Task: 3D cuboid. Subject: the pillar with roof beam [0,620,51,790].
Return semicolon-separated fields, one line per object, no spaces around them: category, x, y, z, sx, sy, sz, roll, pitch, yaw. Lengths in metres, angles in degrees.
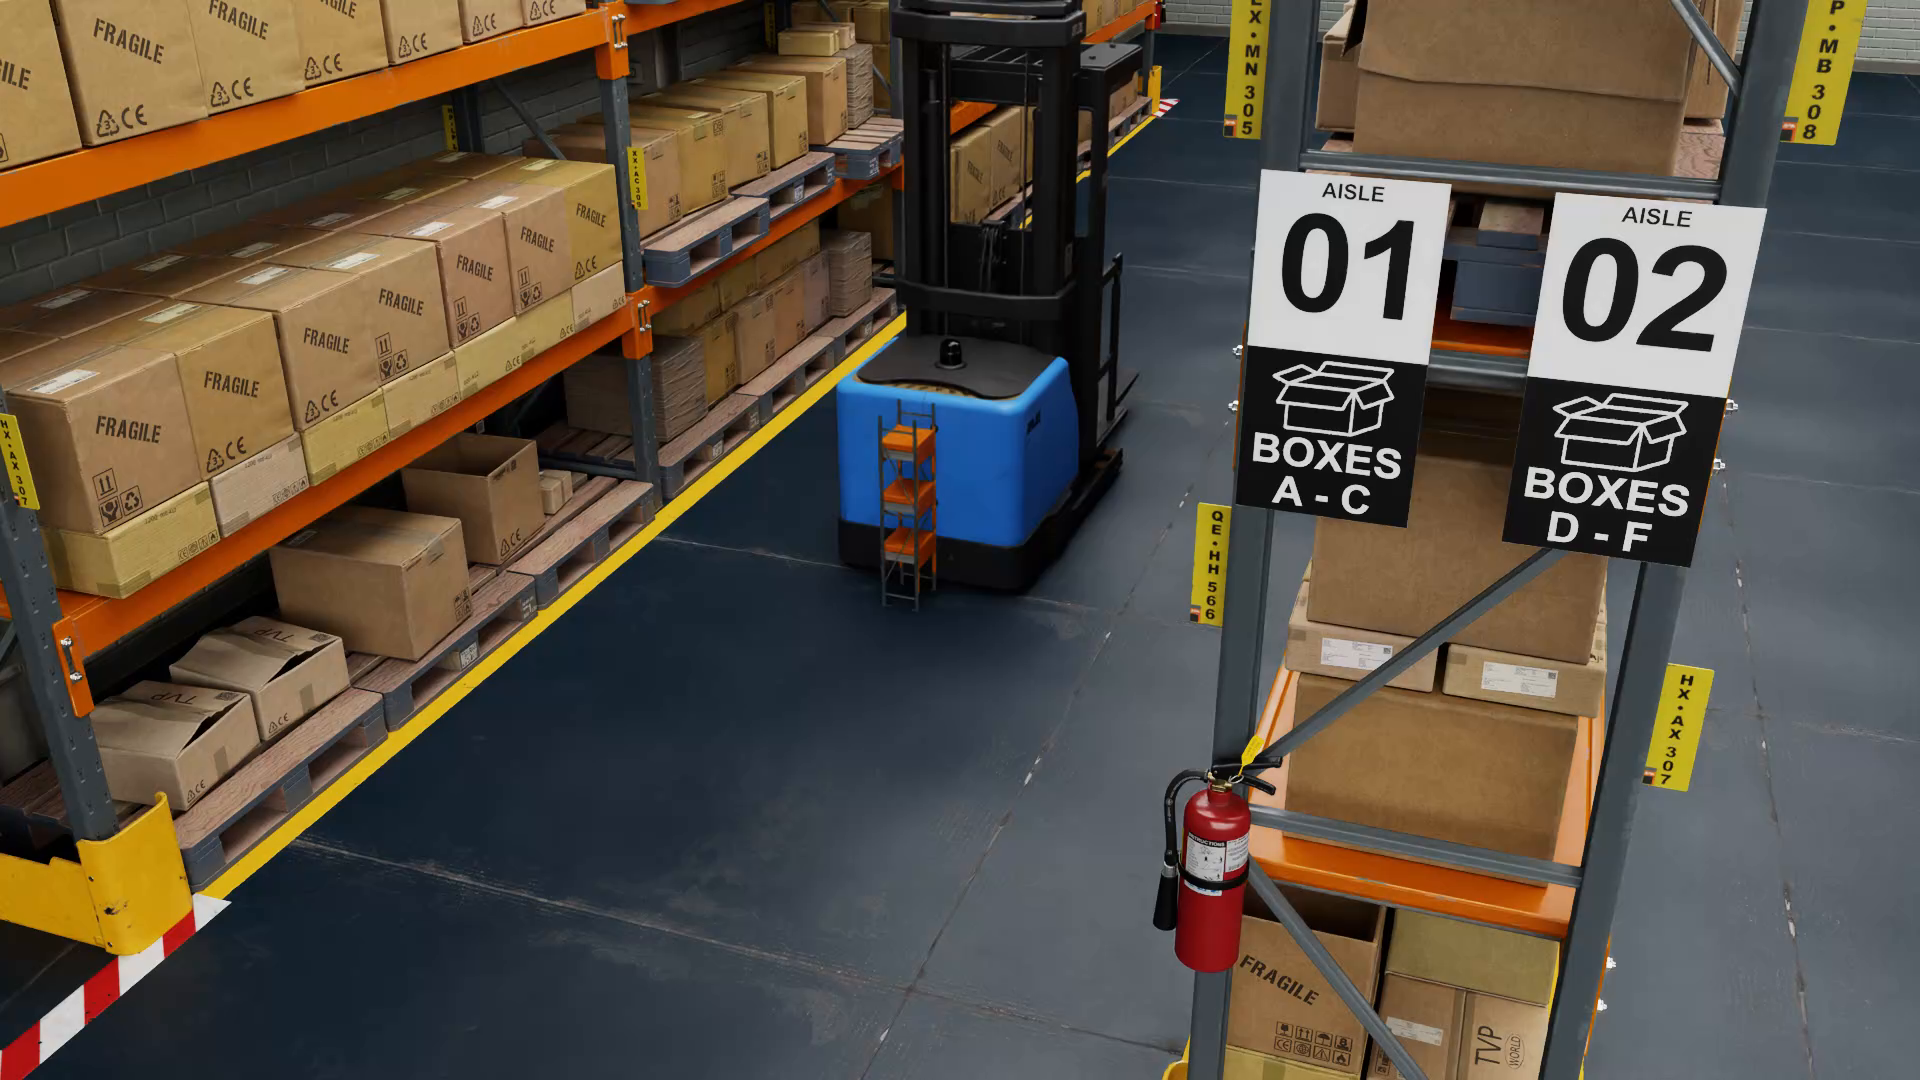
pillar with roof beam;-0.066;-2.430;3.943;9.100;9.000;0.400;9;27;17

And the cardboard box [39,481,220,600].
cardboard box;-3.081;-0.037;6.034;0.500;0.250;0.500;8;27;16

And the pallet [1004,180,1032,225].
pallet;0.265;-3.289;15.801;1.003;0.211;1.213;9;27;17

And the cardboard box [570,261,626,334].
cardboard box;-2.083;-1.288;8.617;0.500;0.250;0.500;9;27;18

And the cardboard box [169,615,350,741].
cardboard box;-3.038;0.566;7.220;0.500;0.311;0.500;11;28;22

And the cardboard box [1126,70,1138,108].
cardboard box;1.643;-5.278;19.095;0.700;0.500;0.500;9;27;17

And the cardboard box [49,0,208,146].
cardboard box;-2.983;-1.662;5.660;0.500;0.500;0.500;11;28;21

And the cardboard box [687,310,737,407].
cardboard box;-1.858;-1.182;10.613;0.700;0.500;0.500;8;27;16

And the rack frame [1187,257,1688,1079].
rack frame;1.130;0.776;4.206;1.000;3.000;0.127;9;27;17

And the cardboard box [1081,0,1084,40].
cardboard box;0.647;-5.228;16.261;0.980;0.700;0.700;9;27;18

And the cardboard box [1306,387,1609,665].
cardboard box;1.315;-0.065;4.338;0.700;0.500;0.500;9;27;18

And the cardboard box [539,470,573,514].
cardboard box;-2.361;-0.283;9.140;0.380;0.166;0.250;5;26;11

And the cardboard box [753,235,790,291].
cardboard box;-1.486;-1.898;11.232;0.500;0.250;0.500;9;27;17

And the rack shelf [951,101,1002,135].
rack shelf;-0.215;-3.727;14.330;1.077;0.370;4.000;9;27;17

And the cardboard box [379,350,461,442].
cardboard box;-2.576;-0.668;7.337;0.500;0.250;0.500;9;27;18

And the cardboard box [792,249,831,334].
cardboard box;-1.352;-1.803;11.896;0.700;0.500;0.500;9;27;17

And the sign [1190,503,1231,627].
sign;0.623;0.064;4.076;0.100;0.325;0.005;9;27;17

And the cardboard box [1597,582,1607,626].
cardboard box;1.549;0.200;4.536;0.380;0.149;0.250;8;27;16

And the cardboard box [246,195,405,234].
cardboard box;-2.912;-1.285;7.750;0.500;0.500;0.500;10;27;19

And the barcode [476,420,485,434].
barcode;-2.617;-0.615;9.074;0.001;0.075;0.075;9;27;17

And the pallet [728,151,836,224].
pallet;-1.500;-2.323;10.826;1.003;0.211;1.213;9;27;17

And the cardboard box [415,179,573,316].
cardboard box;-2.238;-1.419;8.027;0.500;0.500;0.500;9;27;17

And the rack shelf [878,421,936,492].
rack shelf;-0.262;-0.416;8.277;0.215;0.259;0.240;9;27;18

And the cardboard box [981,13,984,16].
cardboard box;0.019;-4.541;13.847;0.500;0.250;0.500;8;27;16

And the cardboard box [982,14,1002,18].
cardboard box;0.038;-4.212;14.028;0.500;0.500;0.500;10;27;19

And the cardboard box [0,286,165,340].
cardboard box;-3.409;-0.650;6.439;0.500;0.500;0.500;9;27;18

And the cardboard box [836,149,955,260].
cardboard box;-0.512;-2.733;13.438;0.750;0.750;0.750;8;27;17

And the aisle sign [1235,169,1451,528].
aisle sign;0.831;-0.410;3.671;0.394;0.787;0.004;9;27;17

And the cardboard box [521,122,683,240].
cardboard box;-2.010;-2.032;9.385;0.700;0.500;0.500;9;27;18

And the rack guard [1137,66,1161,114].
rack guard;1.790;-5.401;19.831;1.175;0.500;0.348;9;27;17

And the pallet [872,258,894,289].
pallet;-0.547;-2.287;13.730;1.003;0.211;1.213;9;27;17

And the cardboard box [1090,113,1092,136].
cardboard box;1.139;-4.645;17.789;0.700;0.500;0.500;9;27;19

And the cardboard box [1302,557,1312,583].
cardboard box;1.163;0.146;4.646;0.380;0.149;0.250;9;27;19

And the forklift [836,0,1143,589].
forklift;0.344;-1.684;9.365;1.130;2.935;3.031;9;27;18

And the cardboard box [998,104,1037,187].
cardboard box;0.357;-3.808;15.658;0.750;0.750;0.750;9;27;18

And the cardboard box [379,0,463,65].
cardboard box;-2.475;-2.306;6.992;0.500;0.500;0.500;8;27;15

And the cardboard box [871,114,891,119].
cardboard box;-0.552;-3.226;12.737;0.380;0.149;0.250;8;27;17

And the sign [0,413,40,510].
sign;-3.031;-0.252;5.335;0.100;0.325;0.005;9;27;17

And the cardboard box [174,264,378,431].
cardboard box;-2.748;-0.786;6.719;0.500;0.500;0.500;8;27;16

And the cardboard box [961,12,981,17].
cardboard box;-0.145;-4.330;13.412;0.500;0.250;0.500;9;27;18

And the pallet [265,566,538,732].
pallet;-2.806;0.454;8.069;1.003;0.211;1.213;9;27;17

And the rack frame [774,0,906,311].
rack frame;-0.880;-3.229;12.476;1.000;3.000;0.127;9;27;17

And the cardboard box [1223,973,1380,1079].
cardboard box;1.030;1.561;5.257;0.500;0.250;0.500;9;27;17

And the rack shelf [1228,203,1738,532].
rack shelf;1.796;-1.072;5.406;1.077;0.370;4.000;9;27;17

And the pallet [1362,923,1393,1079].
pallet;1.345;1.710;5.475;1.003;0.211;1.213;9;27;17

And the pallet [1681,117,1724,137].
pallet;1.794;-1.324;5.203;1.003;0.211;1.213;9;27;17

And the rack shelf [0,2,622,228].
rack shelf;-2.877;-1.789;6.887;1.077;0.370;4.000;9;27;17

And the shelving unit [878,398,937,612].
shelving unit;-0.262;-0.170;8.396;0.215;1.050;0.252;9;27;18

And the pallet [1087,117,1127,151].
pallet;1.182;-4.421;18.140;1.003;0.211;1.213;9;27;17

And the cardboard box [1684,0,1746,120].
cardboard box;1.940;-1.514;4.736;0.500;0.500;0.500;9;27;17

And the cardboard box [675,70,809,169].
cardboard box;-1.421;-2.762;10.892;0.700;0.500;0.500;9;27;17

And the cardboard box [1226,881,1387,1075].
cardboard box;1.028;1.223;5.094;0.500;0.500;0.500;9;27;17

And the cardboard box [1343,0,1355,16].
cardboard box;1.450;-1.526;4.978;0.500;0.311;0.500;12;28;23

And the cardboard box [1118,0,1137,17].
cardboard box;1.390;-6.140;18.144;0.980;0.700;0.700;9;27;17
